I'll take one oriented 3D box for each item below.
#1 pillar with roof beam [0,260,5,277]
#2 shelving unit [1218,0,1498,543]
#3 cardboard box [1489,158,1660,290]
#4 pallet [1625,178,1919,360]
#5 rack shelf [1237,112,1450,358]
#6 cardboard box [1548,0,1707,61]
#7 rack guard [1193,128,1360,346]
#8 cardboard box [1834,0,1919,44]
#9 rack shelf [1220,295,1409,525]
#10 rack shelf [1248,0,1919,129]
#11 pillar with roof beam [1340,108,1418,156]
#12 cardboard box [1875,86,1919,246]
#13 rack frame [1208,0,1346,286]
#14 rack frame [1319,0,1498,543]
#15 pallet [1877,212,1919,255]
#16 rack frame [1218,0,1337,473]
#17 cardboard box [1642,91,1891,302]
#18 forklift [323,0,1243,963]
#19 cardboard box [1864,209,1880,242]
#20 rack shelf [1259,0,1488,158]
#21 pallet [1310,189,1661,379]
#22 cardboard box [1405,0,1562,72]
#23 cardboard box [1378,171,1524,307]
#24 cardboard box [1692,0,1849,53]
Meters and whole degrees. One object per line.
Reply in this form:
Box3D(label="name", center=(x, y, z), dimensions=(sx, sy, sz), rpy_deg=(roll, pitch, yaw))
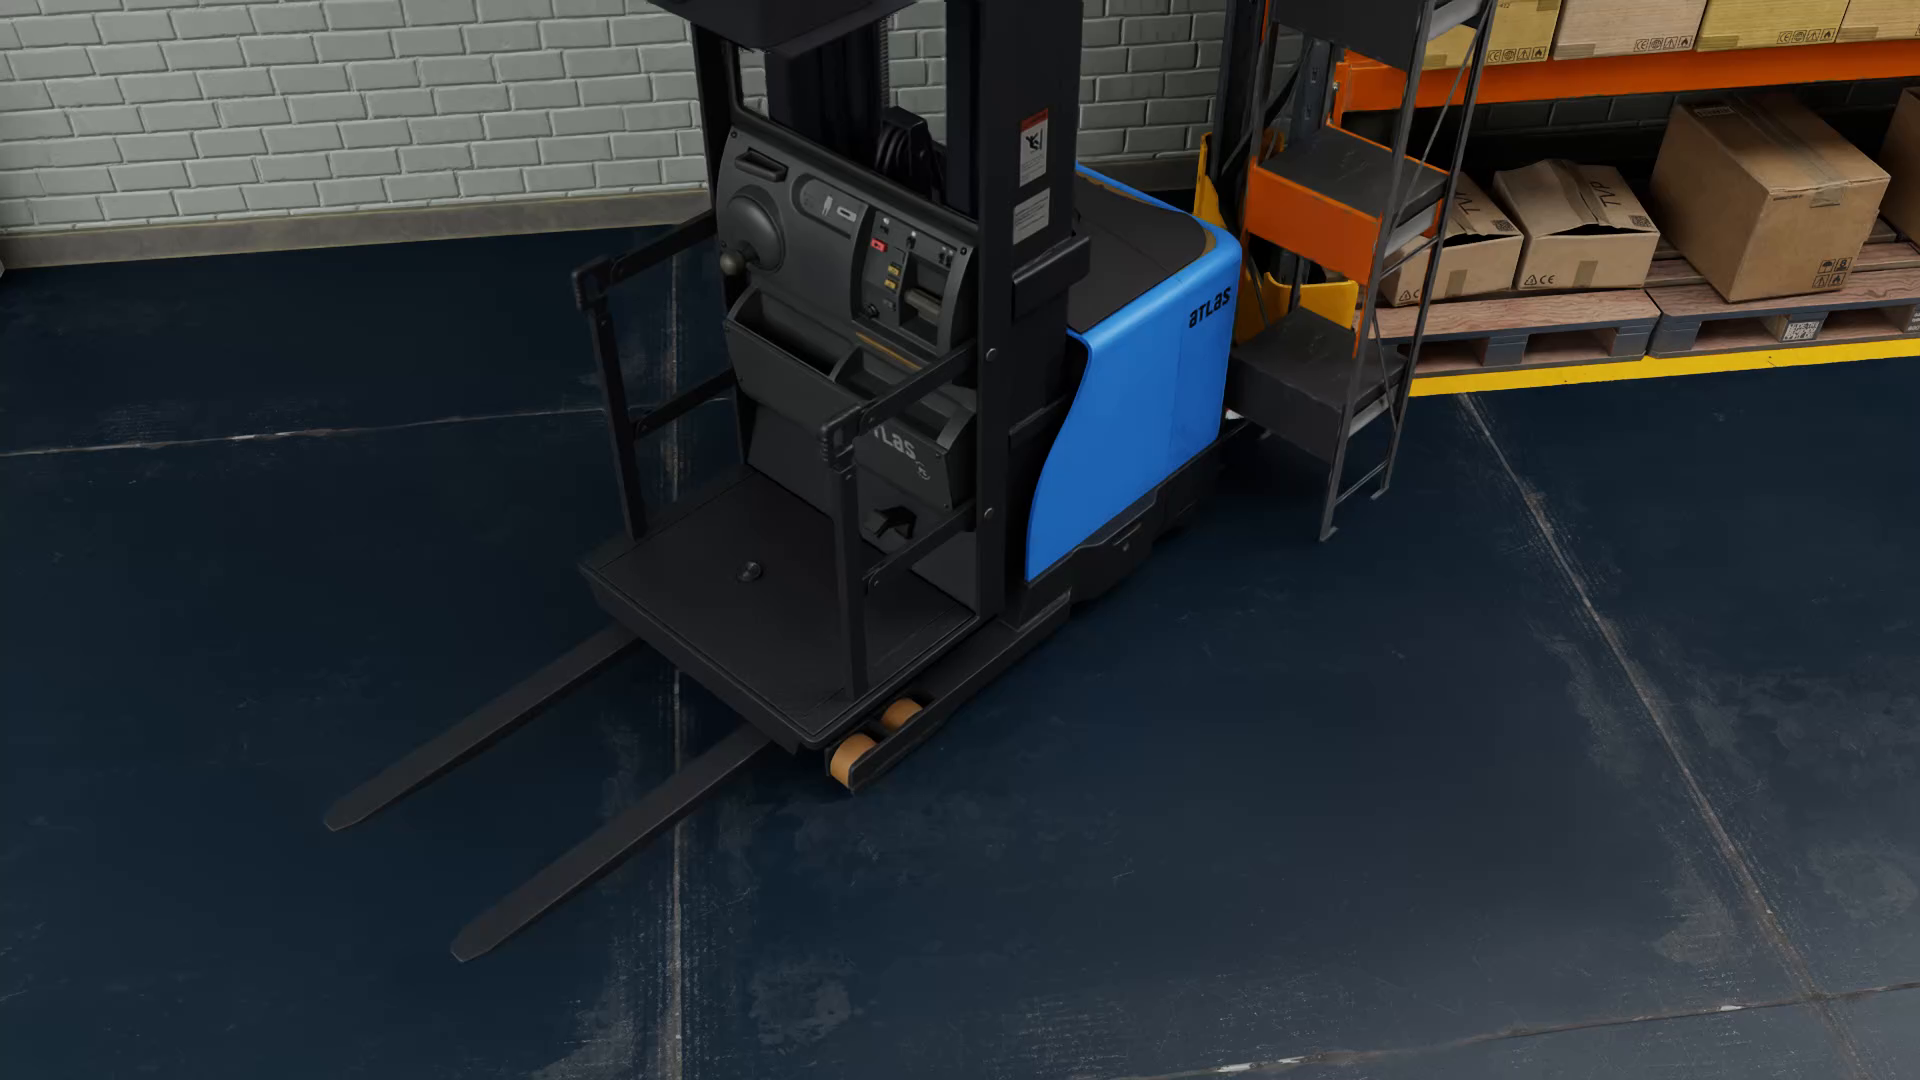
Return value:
Box3D(label="pillar with roof beam", center=(-3.655, -1.530, 0.727), dimensions=(0.400, 9.000, 9.100), rpy_deg=(-5, 42, -6))
Box3D(label="shelving unit", center=(1.212, -0.984, 5.273), dimensions=(0.503, 2.100, 0.431), rpy_deg=(33, 52, 31))
Box3D(label="cardboard box", center=(2.417, -1.261, 6.588), dimensions=(0.500, 0.311, 0.500), rpy_deg=(-2, 42, -2))
Box3D(label="pallet", center=(3.247, -1.169, 6.888), dimensions=(1.213, 0.211, 1.003), rpy_deg=(-5, 42, -6))
Box3D(label="rack shelf", center=(1.212, -0.974, 5.283), dimensions=(0.480, 0.518, 0.431), rpy_deg=(33, 52, 31))
Box3D(label="cardboard box", center=(2.192, -1.885, 5.697), dimensions=(0.500, 0.250, 0.500), rpy_deg=(-6, 42, -7))
Box3D(label="rack guard", center=(1.229, -1.125, 6.624), dimensions=(0.348, 0.500, 1.175), rpy_deg=(-5, 42, -6))
Box3D(label="cardboard box", center=(3.200, -1.967, 5.788), dimensions=(0.500, 0.250, 0.500), rpy_deg=(-5, 42, -5))
Box3D(label="rack shelf", center=(1.212, -0.454, 5.751), dimensions=(0.480, 0.518, 0.431), rpy_deg=(33, 52, 31))
Box3D(label="rack shelf", center=(3.137, -1.953, 6.213), dimensions=(4.000, 0.370, 1.077), rpy_deg=(-5, 42, -6))
Box3D(label="pillar with roof beam", center=(2.294, -2.051, 1.305), dimensions=(0.400, 9.000, 9.100), rpy_deg=(-5, 42, -6))
Box3D(label="cardboard box", center=(4.096, -1.513, 6.725), dimensions=(0.500, 0.500, 0.500), rpy_deg=(-8, 43, -9))
Box3D(label="rack frame", center=(1.154, -2.047, 5.780), dimensions=(0.127, 3.000, 1.000), rpy_deg=(-5, 42, -6))
Box3D(label="rack frame", center=(1.386, -0.870, 5.146), dimensions=(0.015, 2.100, 0.400), rpy_deg=(33, 52, 31))
Box3D(label="pallet", center=(4.459, -1.277, 7.008), dimensions=(1.213, 0.211, 1.003), rpy_deg=(-5, 42, -6))
Box3D(label="rack frame", center=(1.039, -1.099, 5.401), dimensions=(0.015, 2.100, 0.400), rpy_deg=(33, 52, 31))
Box3D(label="cardboard box", center=(3.151, -1.362, 6.558), dimensions=(0.500, 0.500, 0.700), rpy_deg=(-7, 43, -8))
Box3D(label="forklift", center=(-0.472, -0.740, 4.382), dimensions=(1.130, 2.935, 3.031), rpy_deg=(32, 51, 31))
Box3D(label="cardboard box", center=(3.532, -1.373, 6.833), dimensions=(0.250, 0.149, 0.380), rpy_deg=(-8, 43, -9))
Box3D(label="rack shelf", center=(1.212, -1.494, 4.814), dimensions=(0.480, 0.518, 0.431), rpy_deg=(33, 52, 31))
Box3D(label="pallet", center=(2.040, -1.065, 6.773), dimensions=(1.213, 0.211, 1.003), rpy_deg=(-5, 42, -6))
Box3D(label="cardboard box", center=(1.679, -1.830, 5.636), dimensions=(0.500, 0.250, 0.500), rpy_deg=(-6, 42, -7))
Box3D(label="cardboard box", center=(1.852, -1.212, 6.533), dimensions=(0.500, 0.311, 0.500), rpy_deg=(-9, 43, -10))
Box3D(label="cardboard box", center=(2.698, -1.925, 5.741), dimensions=(0.500, 0.250, 0.500), rpy_deg=(-6, 42, -6))
